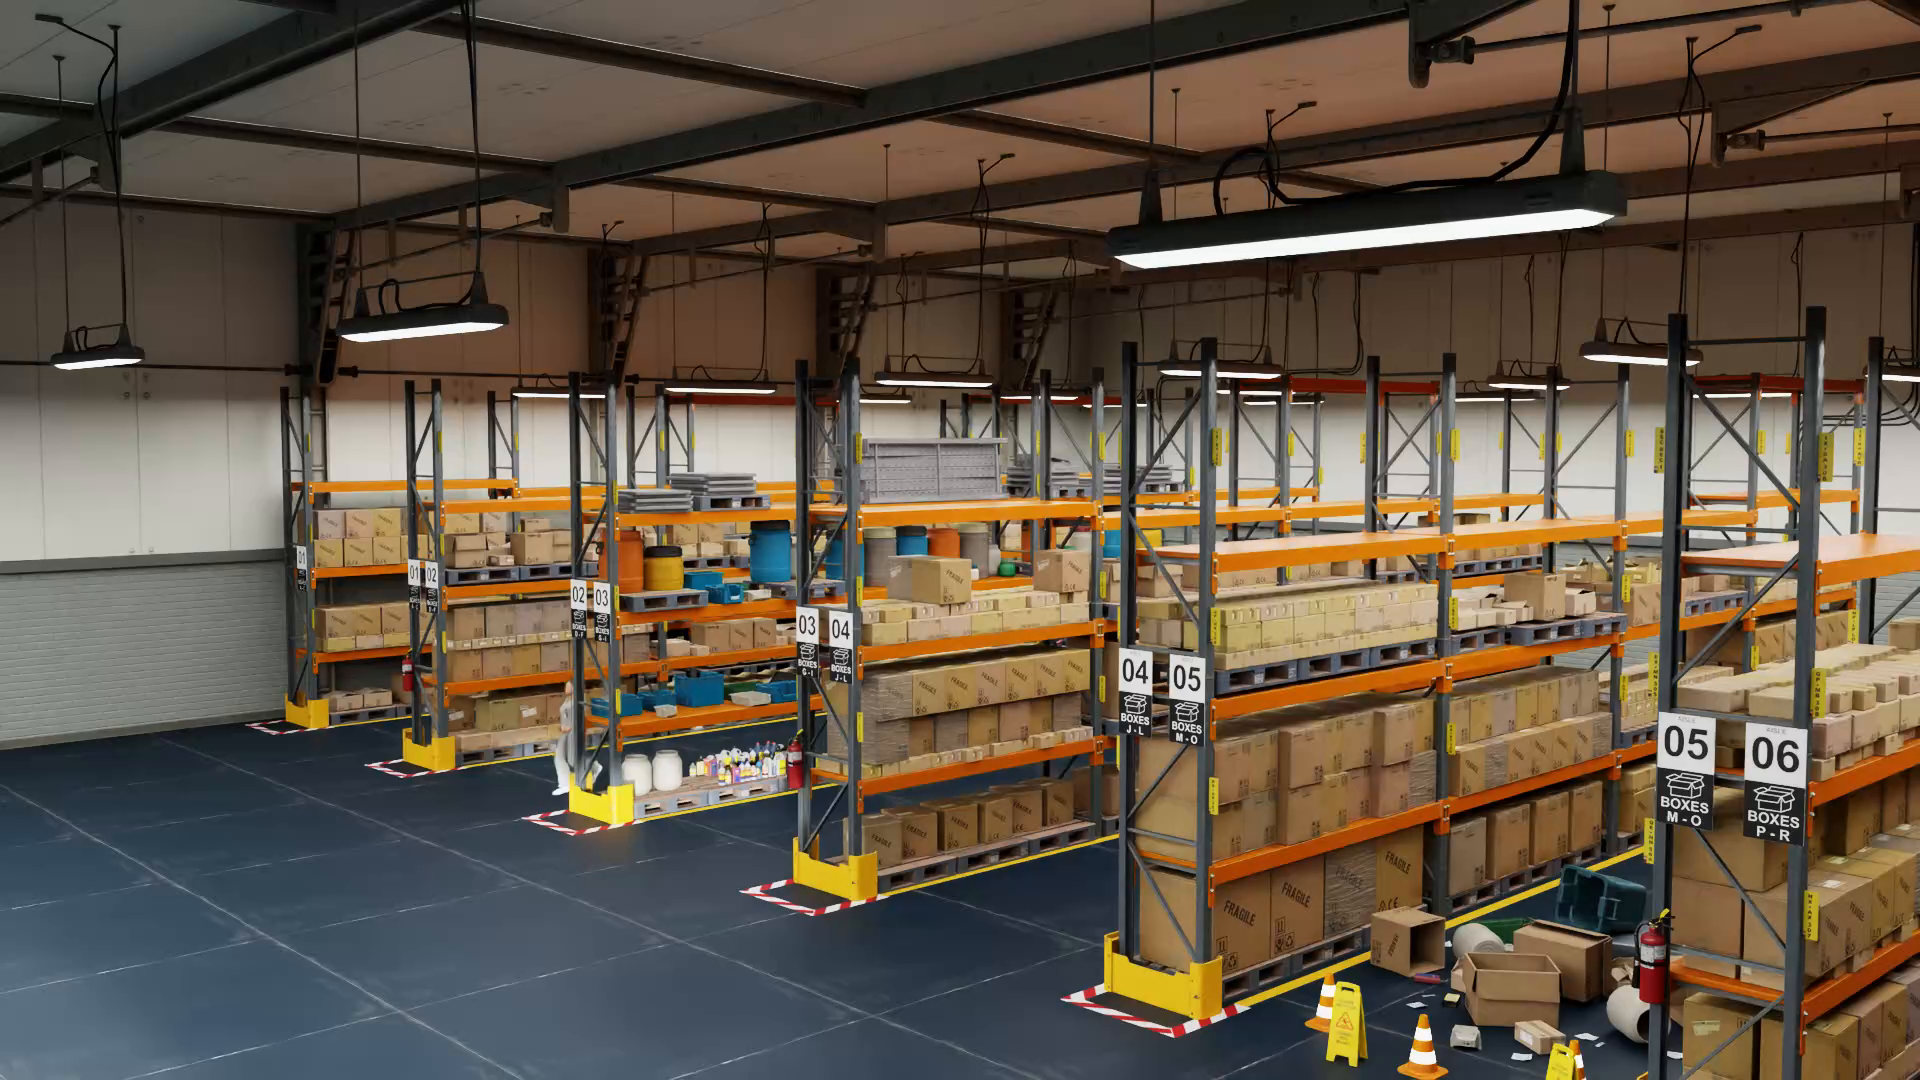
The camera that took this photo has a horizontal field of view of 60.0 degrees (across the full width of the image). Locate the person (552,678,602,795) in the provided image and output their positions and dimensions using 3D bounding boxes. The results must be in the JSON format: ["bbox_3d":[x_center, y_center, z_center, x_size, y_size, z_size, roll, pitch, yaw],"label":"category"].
[{"bbox_3d":[-5.545,2.808,23.973,0.579,1.651,0.790,4,5,44],"label":"person"}]
